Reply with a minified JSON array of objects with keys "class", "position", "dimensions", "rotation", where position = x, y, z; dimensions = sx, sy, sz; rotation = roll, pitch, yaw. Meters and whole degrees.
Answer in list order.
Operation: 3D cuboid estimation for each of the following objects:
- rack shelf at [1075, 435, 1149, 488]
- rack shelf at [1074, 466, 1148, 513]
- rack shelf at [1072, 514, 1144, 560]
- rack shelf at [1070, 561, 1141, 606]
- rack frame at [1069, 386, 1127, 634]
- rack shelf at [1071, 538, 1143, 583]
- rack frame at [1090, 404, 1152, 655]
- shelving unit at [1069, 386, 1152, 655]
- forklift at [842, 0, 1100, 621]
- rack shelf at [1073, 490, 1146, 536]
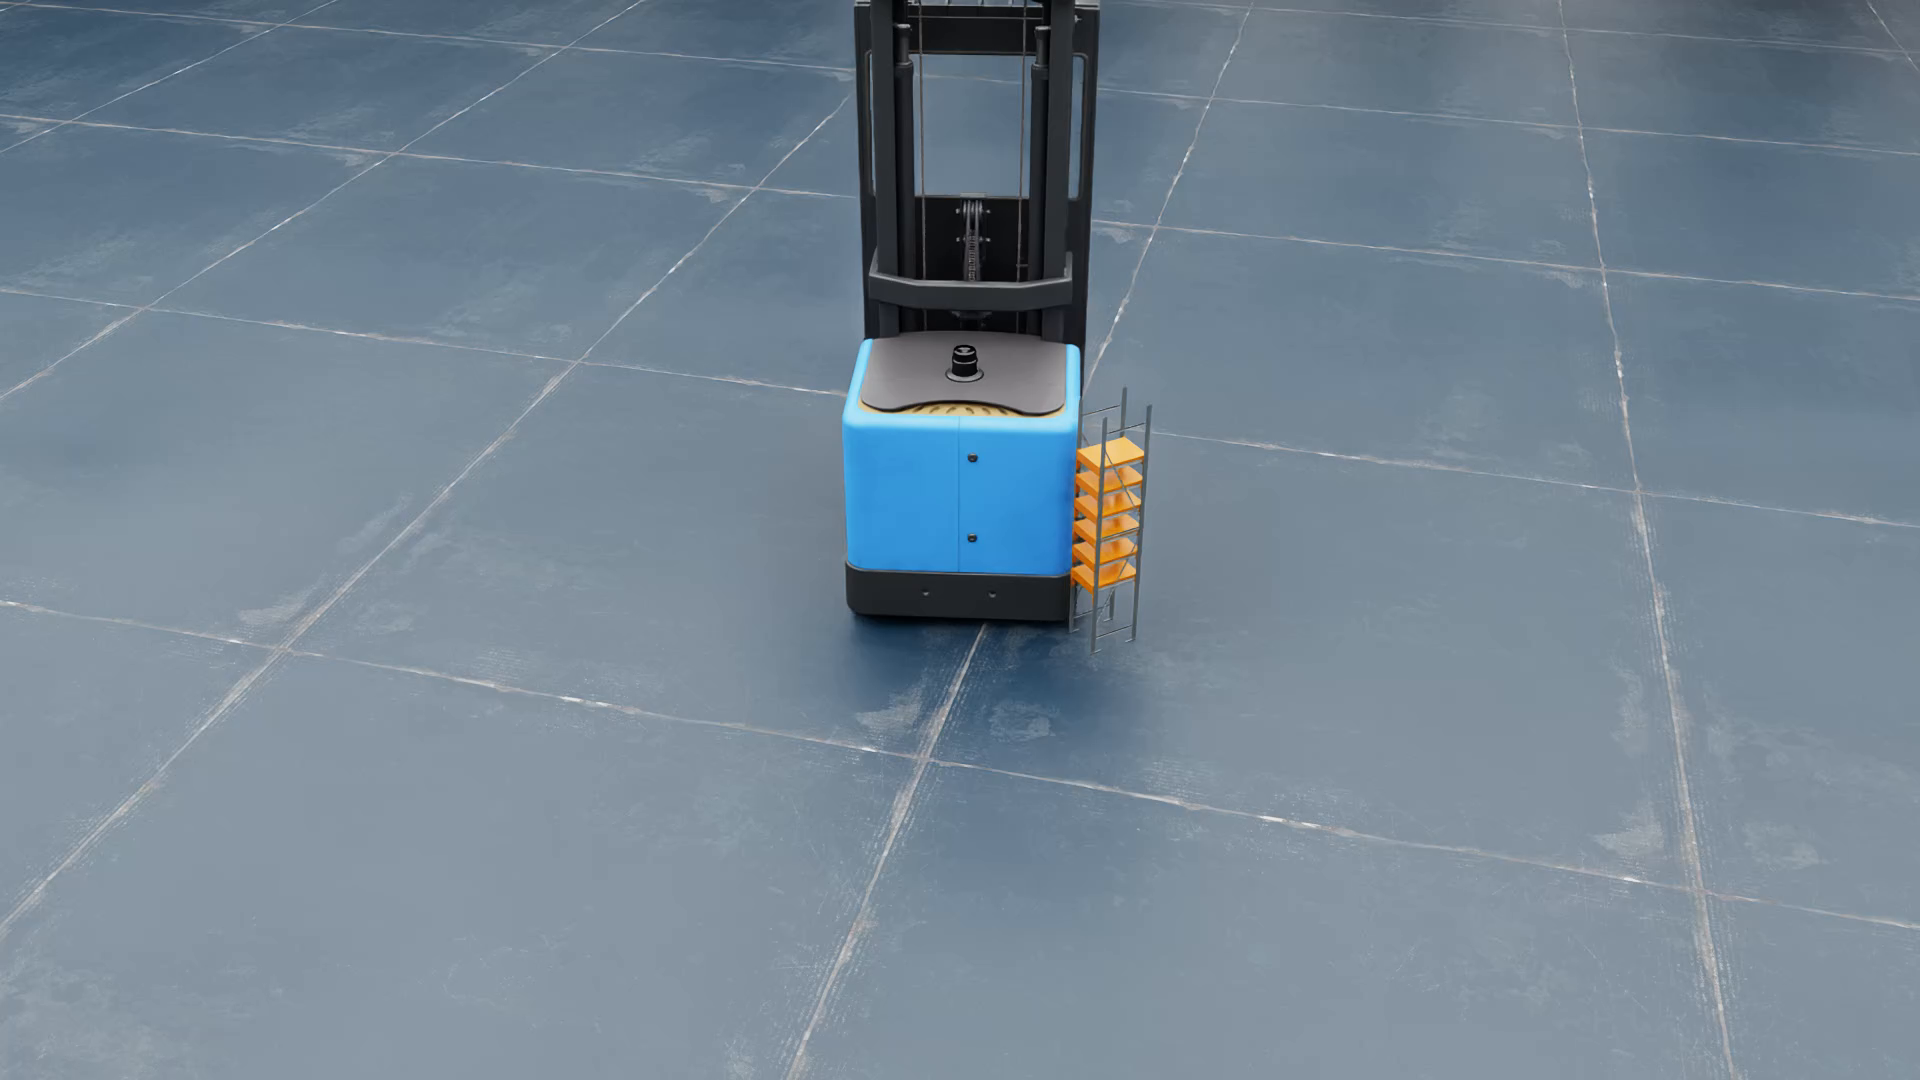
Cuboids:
[{"class":"rack shelf","position":[0.646,-0.335,7.070],"dimensions":[0.258,0.103,0.180],"rotation":[-16,36,-24]},{"class":"rack shelf","position":[0.646,-0.233,7.134],"dimensions":[0.258,0.103,0.180],"rotation":[-16,36,-24]},{"class":"rack shelf","position":[0.646,-0.031,7.263],"dimensions":[0.258,0.103,0.180],"rotation":[-16,36,-24]},{"class":"rack shelf","position":[0.646,0.172,7.392],"dimensions":[0.258,0.103,0.180],"rotation":[-16,36,-24]},{"class":"rack frame","position":[0.601,-0.111,7.307],"dimensions":[0.240,1.200,0.006],"rotation":[-16,36,-24]},{"class":"rack shelf","position":[0.646,0.070,7.327],"dimensions":[0.258,0.103,0.180],"rotation":[-16,36,-24]},{"class":"rack frame","position":[0.690,-0.025,7.171],"dimensions":[0.240,1.200,0.006],"rotation":[-16,36,-24]},{"class":"shelving unit","position":[0.646,-0.068,7.239],"dimensions":[0.258,1.200,0.189],"rotation":[-16,36,-24]},{"class":"forklift","position":[0.091,-1.633,8.087],"dimensions":[1.130,2.935,3.031],"rotation":[2,32,3]},{"class":"rack shelf","position":[0.646,-0.132,7.199],"dimensions":[0.258,0.103,0.180],"rotation":[-16,36,-24]}]
